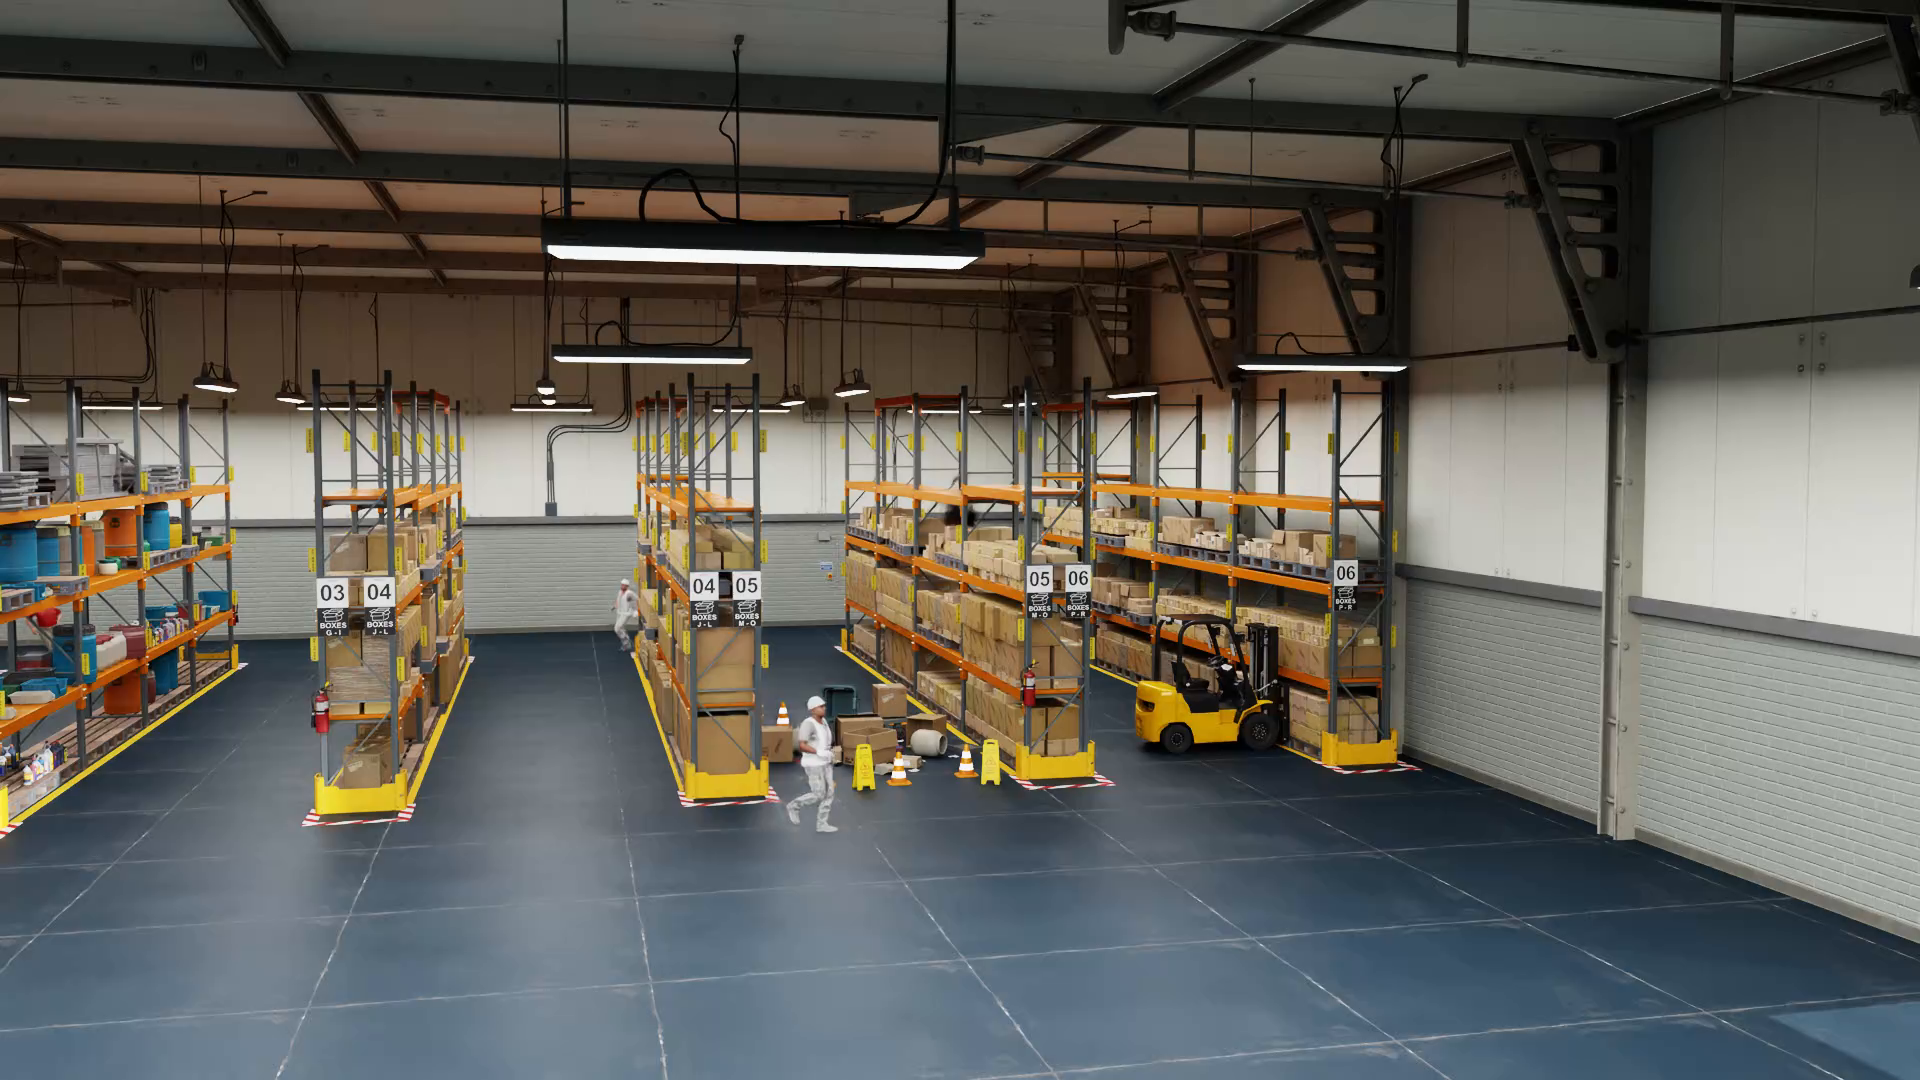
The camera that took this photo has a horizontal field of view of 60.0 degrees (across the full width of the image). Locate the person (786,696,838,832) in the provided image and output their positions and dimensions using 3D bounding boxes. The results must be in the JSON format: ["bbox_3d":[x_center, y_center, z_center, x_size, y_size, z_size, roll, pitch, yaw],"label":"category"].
[{"bbox_3d":[-1.872,2.889,21.425,0.721,1.761,0.714,1,4,21],"label":"person"}]

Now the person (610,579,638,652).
[{"bbox_3d":[-8.061,1.818,39.976,0.642,1.767,0.725,-3,5,-45],"label":"person"}]

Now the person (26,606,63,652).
[{"bbox_3d":[-20.049,2.037,36.571,0.861,1.727,0.712,2,4,35],"label":"person"}]
